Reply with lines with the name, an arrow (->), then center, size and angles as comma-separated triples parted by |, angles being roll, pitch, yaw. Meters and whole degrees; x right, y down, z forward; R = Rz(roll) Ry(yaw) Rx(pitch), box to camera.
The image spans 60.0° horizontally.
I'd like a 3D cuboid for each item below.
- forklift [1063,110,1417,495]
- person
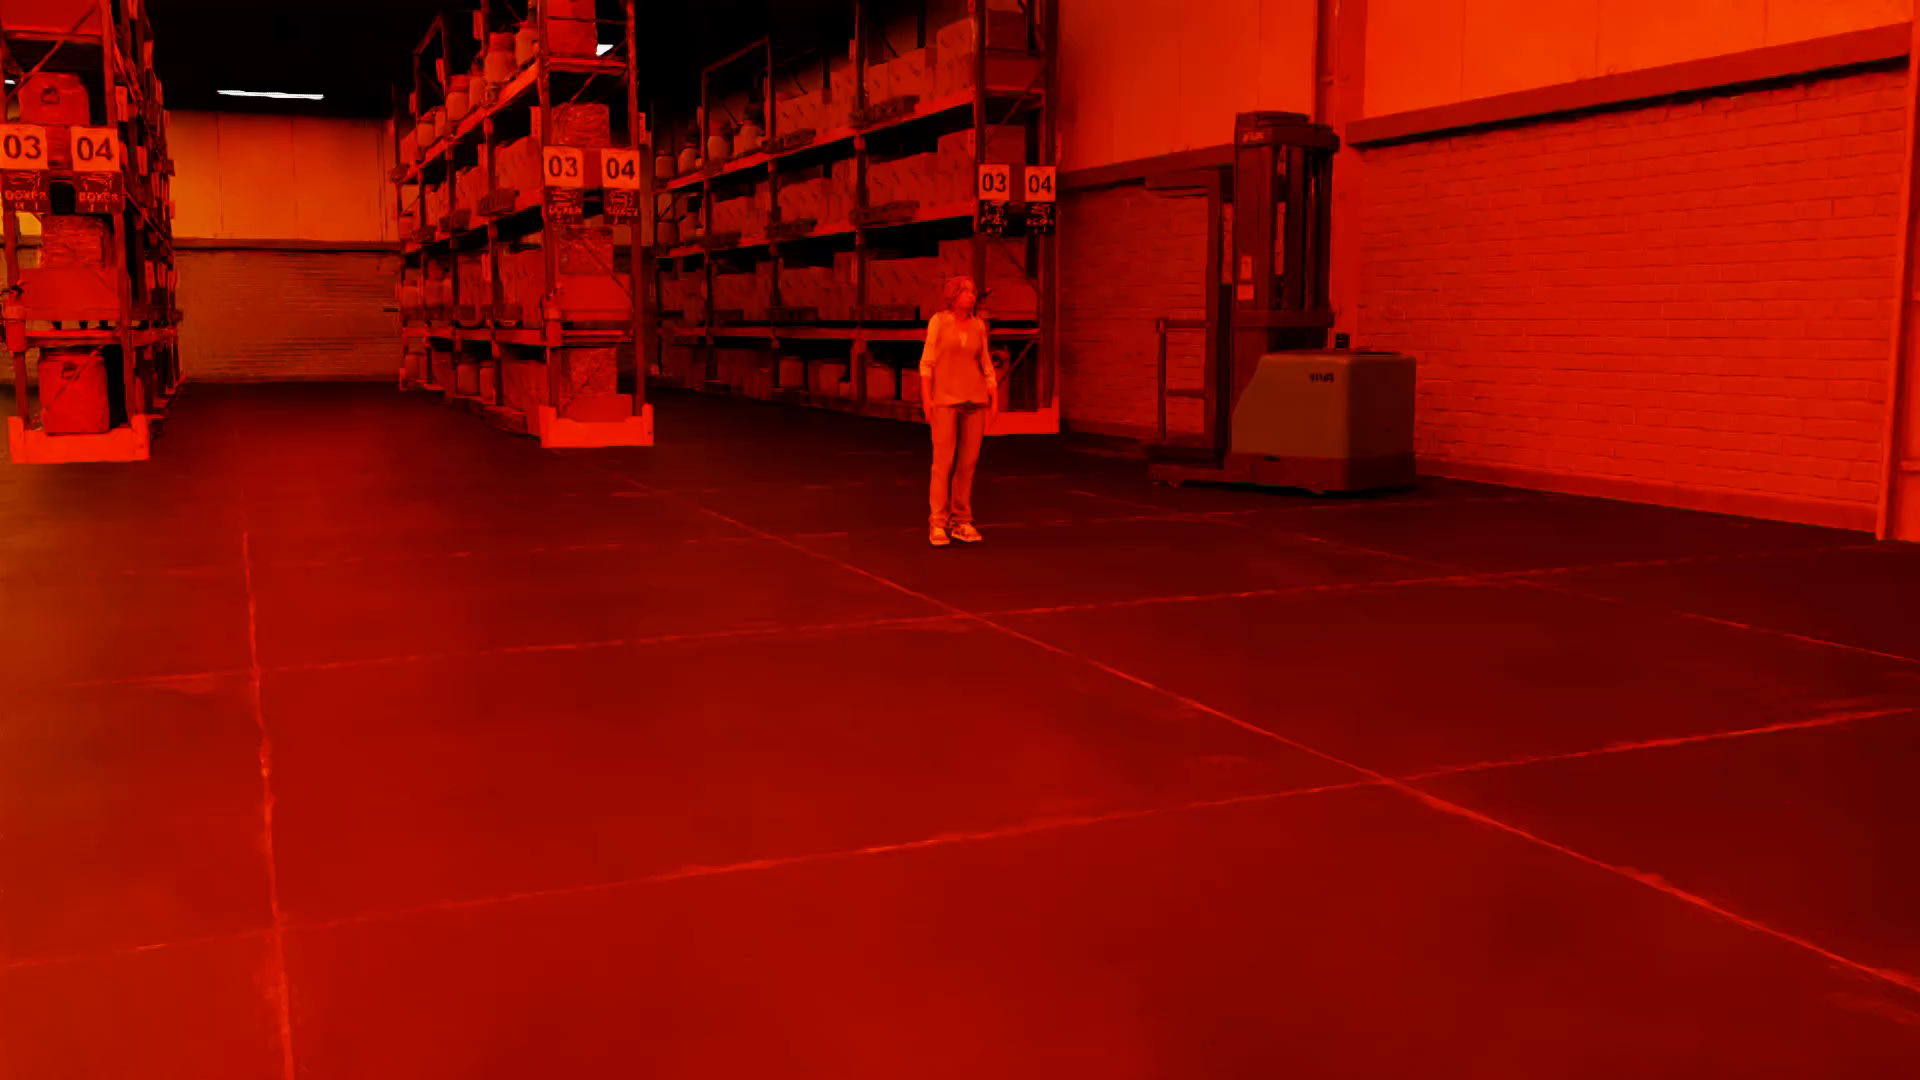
forklift -> 2.187, -1.934, 13.609 | 1.130, 2.935, 3.031 | -7, 10, -43
person -> 0.017, -0.789, 9.976 | 0.521, 1.597, 0.474 | -3, 8, -23
